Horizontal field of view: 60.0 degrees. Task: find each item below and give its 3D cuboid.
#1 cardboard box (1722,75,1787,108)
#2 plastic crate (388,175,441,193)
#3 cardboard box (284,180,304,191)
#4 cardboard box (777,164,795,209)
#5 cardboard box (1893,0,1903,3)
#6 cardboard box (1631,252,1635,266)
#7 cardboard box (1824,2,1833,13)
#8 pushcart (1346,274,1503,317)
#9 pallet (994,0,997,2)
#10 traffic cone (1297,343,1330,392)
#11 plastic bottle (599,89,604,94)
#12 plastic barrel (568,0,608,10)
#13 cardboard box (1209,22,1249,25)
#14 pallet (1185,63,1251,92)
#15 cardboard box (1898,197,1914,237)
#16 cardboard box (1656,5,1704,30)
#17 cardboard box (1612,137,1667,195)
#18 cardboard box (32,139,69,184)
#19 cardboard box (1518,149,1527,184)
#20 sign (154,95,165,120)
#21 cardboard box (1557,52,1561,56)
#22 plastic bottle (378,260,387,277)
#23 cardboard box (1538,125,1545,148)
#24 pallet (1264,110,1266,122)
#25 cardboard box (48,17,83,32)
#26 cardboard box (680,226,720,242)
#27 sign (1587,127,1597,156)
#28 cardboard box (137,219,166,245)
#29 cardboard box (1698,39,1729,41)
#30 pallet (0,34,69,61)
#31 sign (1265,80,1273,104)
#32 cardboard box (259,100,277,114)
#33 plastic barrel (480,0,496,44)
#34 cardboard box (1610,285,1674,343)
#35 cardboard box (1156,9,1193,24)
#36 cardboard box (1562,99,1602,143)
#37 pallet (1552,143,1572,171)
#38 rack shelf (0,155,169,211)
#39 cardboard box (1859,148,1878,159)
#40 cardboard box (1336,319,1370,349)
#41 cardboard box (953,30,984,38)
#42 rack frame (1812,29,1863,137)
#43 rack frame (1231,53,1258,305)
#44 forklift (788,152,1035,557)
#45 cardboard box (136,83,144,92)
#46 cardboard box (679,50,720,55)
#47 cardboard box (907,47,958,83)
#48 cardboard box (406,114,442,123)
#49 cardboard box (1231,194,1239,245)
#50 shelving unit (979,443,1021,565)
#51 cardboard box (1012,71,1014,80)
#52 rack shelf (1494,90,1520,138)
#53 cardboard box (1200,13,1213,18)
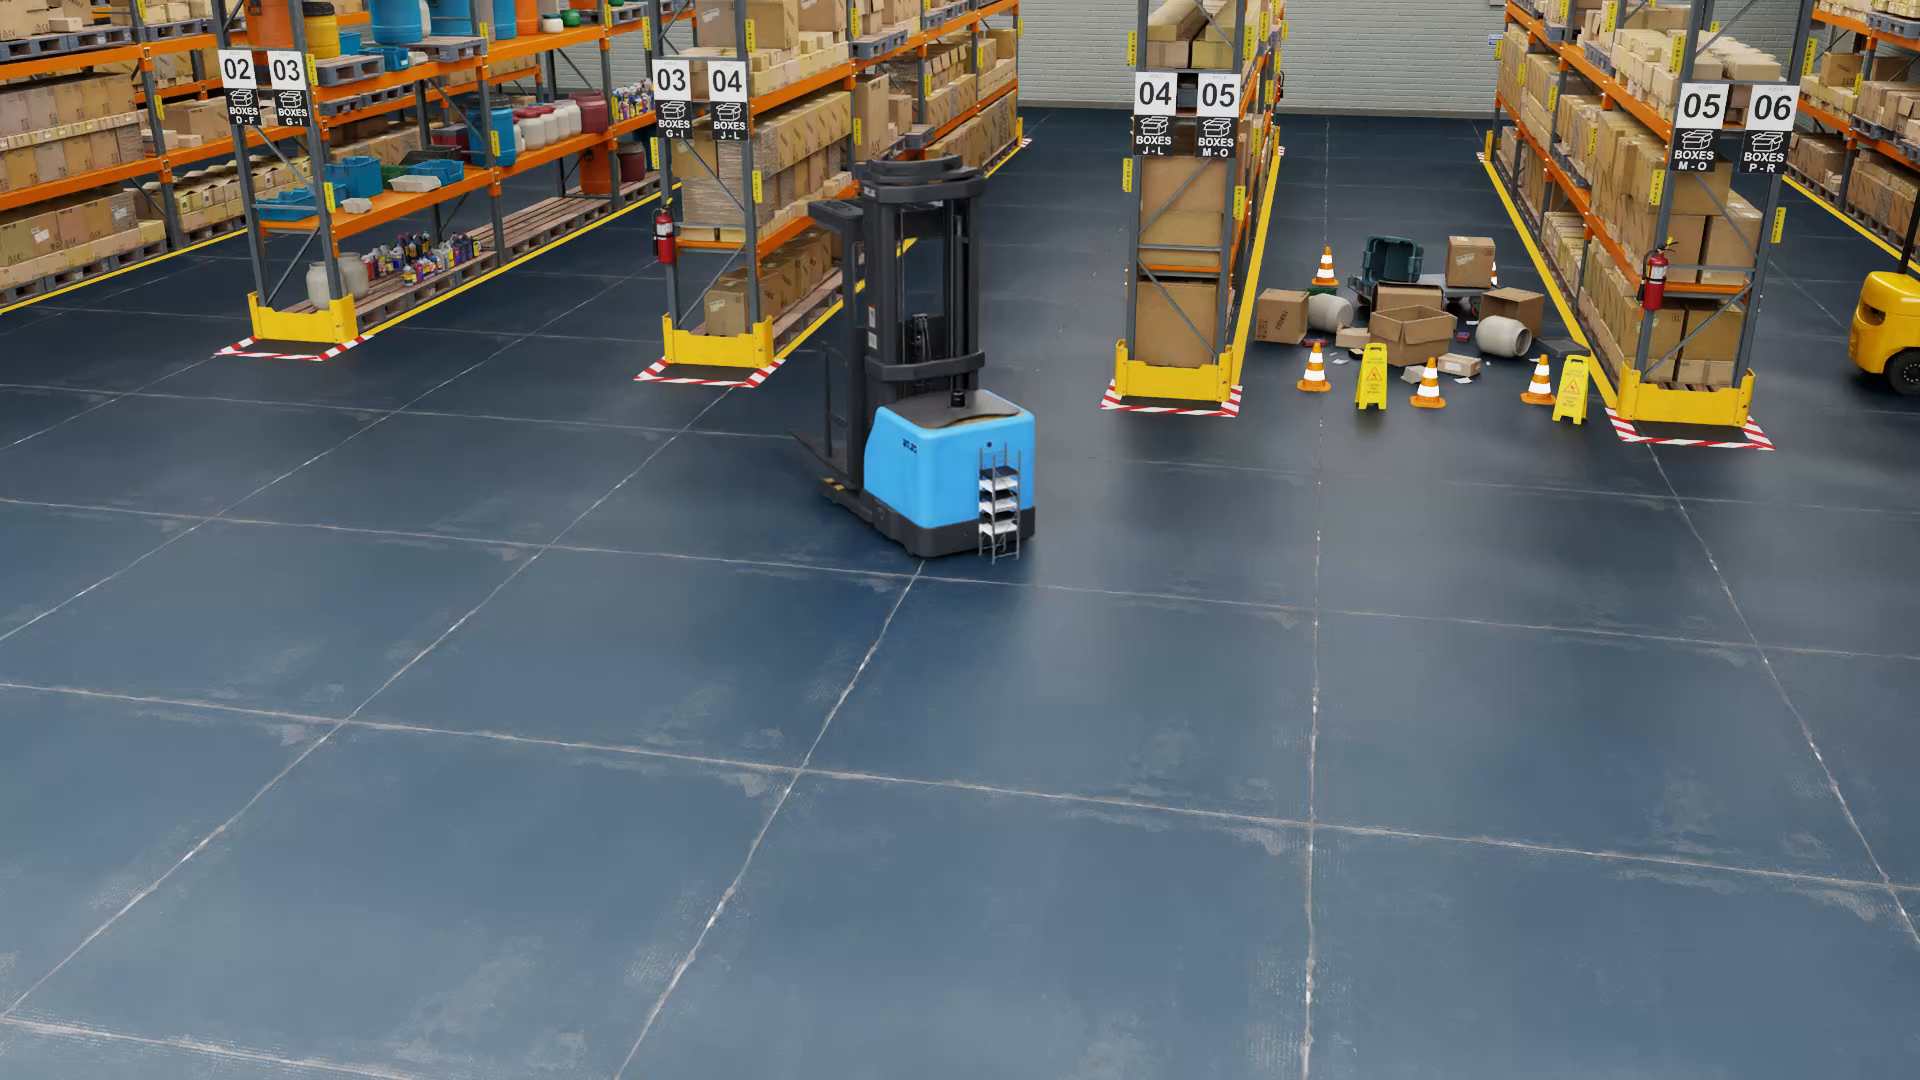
[{"bbox_3d":[7.418,-4.187,15.521,0.500,0.250,0.500,4,22,10],"label":"cardboard box"},{"bbox_3d":[-6.762,-4.424,20.675,0.530,0.136,0.437,4,22,11],"label":"plastic crate"},{"bbox_3d":[-10.682,-5.521,26.164,0.500,0.250,0.500,4,22,10],"label":"cardboard box"},{"bbox_3d":[-2.379,-4.074,18.921,0.875,0.500,0.500,4,22,11],"label":"cardboard box"},{"bbox_3d":[13.769,-7.864,24.093,0.380,0.149,0.250,4,22,10],"label":"cardboard box"},{"bbox_3d":[6.938,-2.793,16.610,0.380,0.149,0.250,4,22,10],"label":"cardboard box"},{"bbox_3d":[14.592,-8.844,27.619,0.380,0.149,0.250,4,22,11],"label":"cardboard box"},{"bbox_3d":[5.629,-2.965,20.211,1.648,0.377,0.936,-3,22,-8],"label":"pushcart"},{"bbox_3d":[0.230,-9.801,29.777,1.003,0.211,1.213,4,22,11],"label":"pallet"},{"bbox_3d":[3.687,-1.813,17.236,0.336,0.463,0.334,4,22,11],"label":"traffic cone"},{"bbox_3d":[-5.891,-7.253,27.413,0.144,0.351,0.185,4,22,11],"label":"plastic bottle"},{"bbox_3d":[-5.744,-8.615,25.577,0.600,0.830,0.708,4,22,11],"label":"plastic barrel"},{"bbox_3d":[2.620,-4.979,16.259,0.380,0.149,0.250,5,22,11],"label":"cardboard box"},{"bbox_3d":[2.576,-4.974,17.791,1.003,0.211,1.213,4,22,11],"label":"pallet"},{"bbox_3d":[13.536,-4.501,23.297,0.500,0.500,0.500,4,22,10],"label":"cardboard box"},{"bbox_3d":[8.475,-6.141,19.540,0.500,0.250,0.500,4,22,10],"label":"cardboard box"},{"bbox_3d":[7.059,-3.794,16.888,0.700,0.500,0.500,4,22,10],"label":"cardboard box"},{"bbox_3d":[-11.923,-4.858,21.266,0.700,0.500,0.500,5,23,13],"label":"cardboard box"},{"bbox_3d":[9.737,-6.180,27.550,0.875,0.438,0.875,4,22,10],"label":"cardboard box"},{"bbox_3d":[-10.984,-5.935,22.809,0.100,0.325,0.005,4,22,11],"label":"sign"},{"bbox_3d":[9.838,-7.618,26.781,0.500,0.500,0.500,5,22,11],"label":"cardboard box"},{"bbox_3d":[-7.317,-3.446,21.051,0.097,0.201,0.097,0,22,0],"label":"plastic bottle"},{"bbox_3d":[8.625,-5.812,23.971,0.500,0.250,0.500,5,22,12],"label":"cardboard box"},{"bbox_3d":[4.185,-6.468,25.654,1.003,0.211,1.213,4,22,11],"label":"pallet"},{"bbox_3d":[-11.506,-6.611,21.324,0.380,0.149,0.250,4,22,11],"label":"cardboard box"},{"bbox_3d":[-2.790,-3.322,17.924,0.380,0.149,0.250,4,22,11],"label":"cardboard box"},{"bbox_3d":[7.327,-4.604,19.221,0.100,0.325,0.005,4,22,11],"label":"sign"},{"bbox_3d":[-11.408,-4.271,23.062,0.500,0.250,0.500,4,22,11],"label":"cardboard box"},{"bbox_3d":[7.823,-5.156,17.395,0.380,0.149,0.250,4,22,10],"label":"cardboard box"},{"bbox_3d":[-11.927,-6.130,20.662,1.003,0.211,1.213,4,22,11],"label":"pallet"},{"bbox_3d":[4.365,-6.325,23.494,0.100,0.325,0.005,4,22,11],"label":"sign"},{"bbox_3d":[-10.828,-6.830,26.416,0.500,0.311,0.500,6,23,14],"label":"cardboard box"},{"bbox_3d":[-6.654,-7.225,22.591,0.600,0.901,0.600,0,22,0],"label":"plastic barrel"},{"bbox_3d":[7.066,-2.334,17.250,0.500,0.500,0.500,5,23,13],"label":"cardboard box"},{"bbox_3d":[2.287,-5.589,17.773,0.380,0.149,0.250,4,22,11],"label":"cardboard box"},{"bbox_3d":[8.270,-5.530,21.976,0.500,0.500,0.500,6,23,14],"label":"cardboard box"},{"bbox_3d":[8.646,-5.131,22.336,1.213,0.211,1.003,4,22,11],"label":"pallet"},{"bbox_3d":[-11.936,-4.473,21.408,1.077,0.370,4.000,4,22,11],"label":"rack shelf"},{"bbox_3d":[14.089,-5.934,25.589,0.380,0.149,0.250,4,22,10],"label":"cardboard box"},{"bbox_3d":[4.457,-2.329,18.782,0.396,0.266,0.258,8,23,20],"label":"cardboard box"},{"bbox_3d":[0.154,-9.249,31.102,0.500,0.500,0.500,4,22,10],"label":"cardboard box"},{"bbox_3d":[15.180,-8.038,29.296,1.000,3.000,0.127,4,22,11],"label":"rack frame"},{"bbox_3d":[3.005,-4.367,20.180,1.000,3.000,0.127,4,22,11],"label":"rack frame"},{"bbox_3d":[-0.555,-1.735,13.737,1.130,2.935,3.031,-12,25,-27],"label":"forklift"},{"bbox_3d":[-14.839,-8.126,29.826,0.380,0.149,0.250,4,22,9],"label":"cardboard box"},{"bbox_3d":[-2.779,-5.146,17.766,0.380,0.149,0.250,3,22,9],"label":"cardboard box"},{"bbox_3d":[-0.472,-7.735,27.067,0.797,0.503,0.637,5,22,12],"label":"cardboard box"},{"bbox_3d":[-10.056,-7.738,31.310,0.500,0.500,0.500,4,22,11],"label":"cardboard box"},{"bbox_3d":[2.548,-3.510,17.854,0.875,0.550,0.550,4,22,11],"label":"cardboard box"},{"bbox_3d":[0.305,-0.276,12.835,0.258,0.900,0.210,-12,25,-27],"label":"shelving unit"},{"bbox_3d":[0.817,-8.803,31.533,0.380,0.149,0.250,5,22,11],"label":"cardboard box"},{"bbox_3d":[9.912,-7.350,28.550,1.077,0.370,4.000,4,22,11],"label":"rack shelf"},{"bbox_3d":[2.631,-5.910,19.104,0.500,0.250,0.500,5,22,11],"label":"cardboard box"}]
